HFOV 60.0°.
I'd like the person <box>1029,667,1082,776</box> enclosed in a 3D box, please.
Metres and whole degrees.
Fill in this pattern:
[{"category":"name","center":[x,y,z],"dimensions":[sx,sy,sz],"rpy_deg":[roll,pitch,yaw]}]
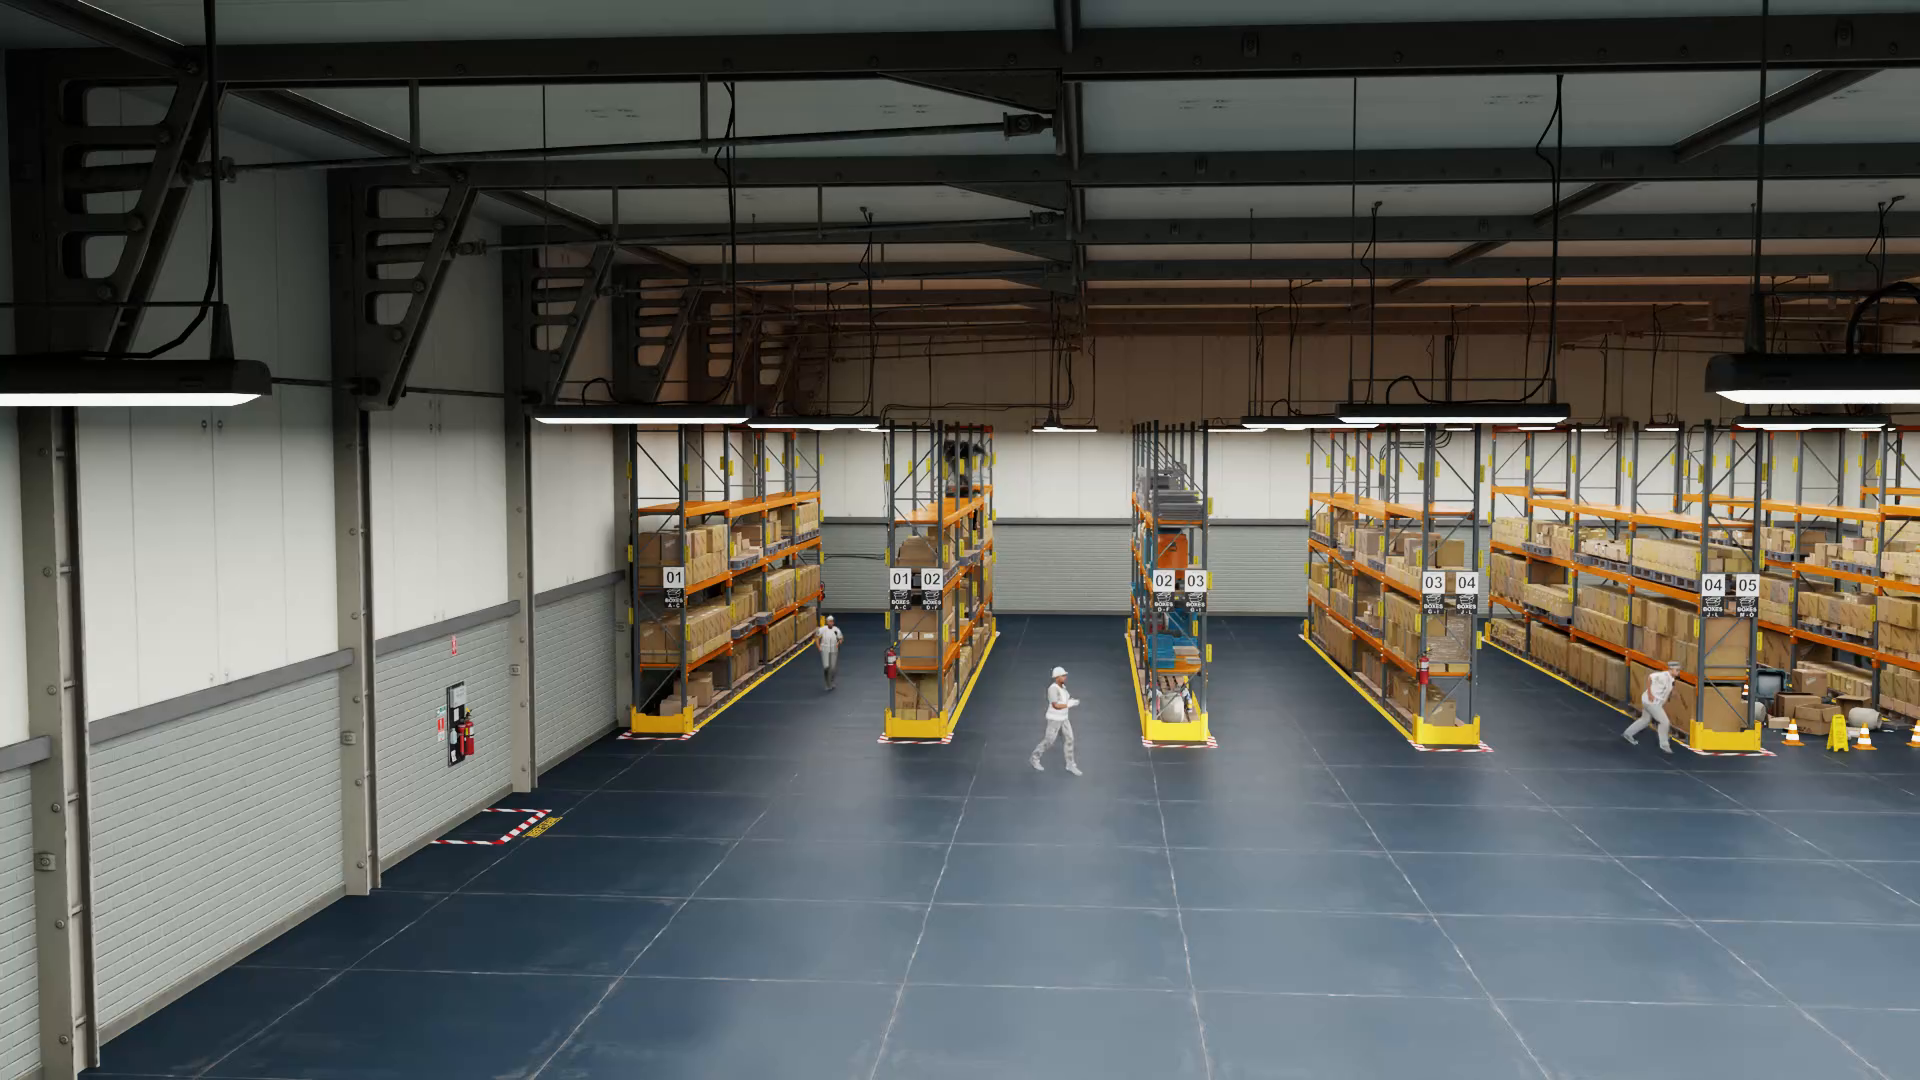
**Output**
[{"category":"person","center":[1.611,3.035,27.956],"dimensions":[0.929,1.812,0.672],"rpy_deg":[2,4,25]}]

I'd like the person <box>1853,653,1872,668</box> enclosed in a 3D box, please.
[{"category":"person","center":[20.955,2.422,38.472],"dimensions":[0.659,1.772,1.084],"rpy_deg":[0,4,3]}]

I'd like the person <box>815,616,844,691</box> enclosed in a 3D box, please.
[{"category":"person","center":[-2.925,2.548,37.394],"dimensions":[0.612,1.698,0.704],"rpy_deg":[-1,4,-17]}]

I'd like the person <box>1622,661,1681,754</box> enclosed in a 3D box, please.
[{"category":"person","center":[12.510,3.021,30.135],"dimensions":[1.023,1.717,0.708],"rpy_deg":[3,5,41]}]
